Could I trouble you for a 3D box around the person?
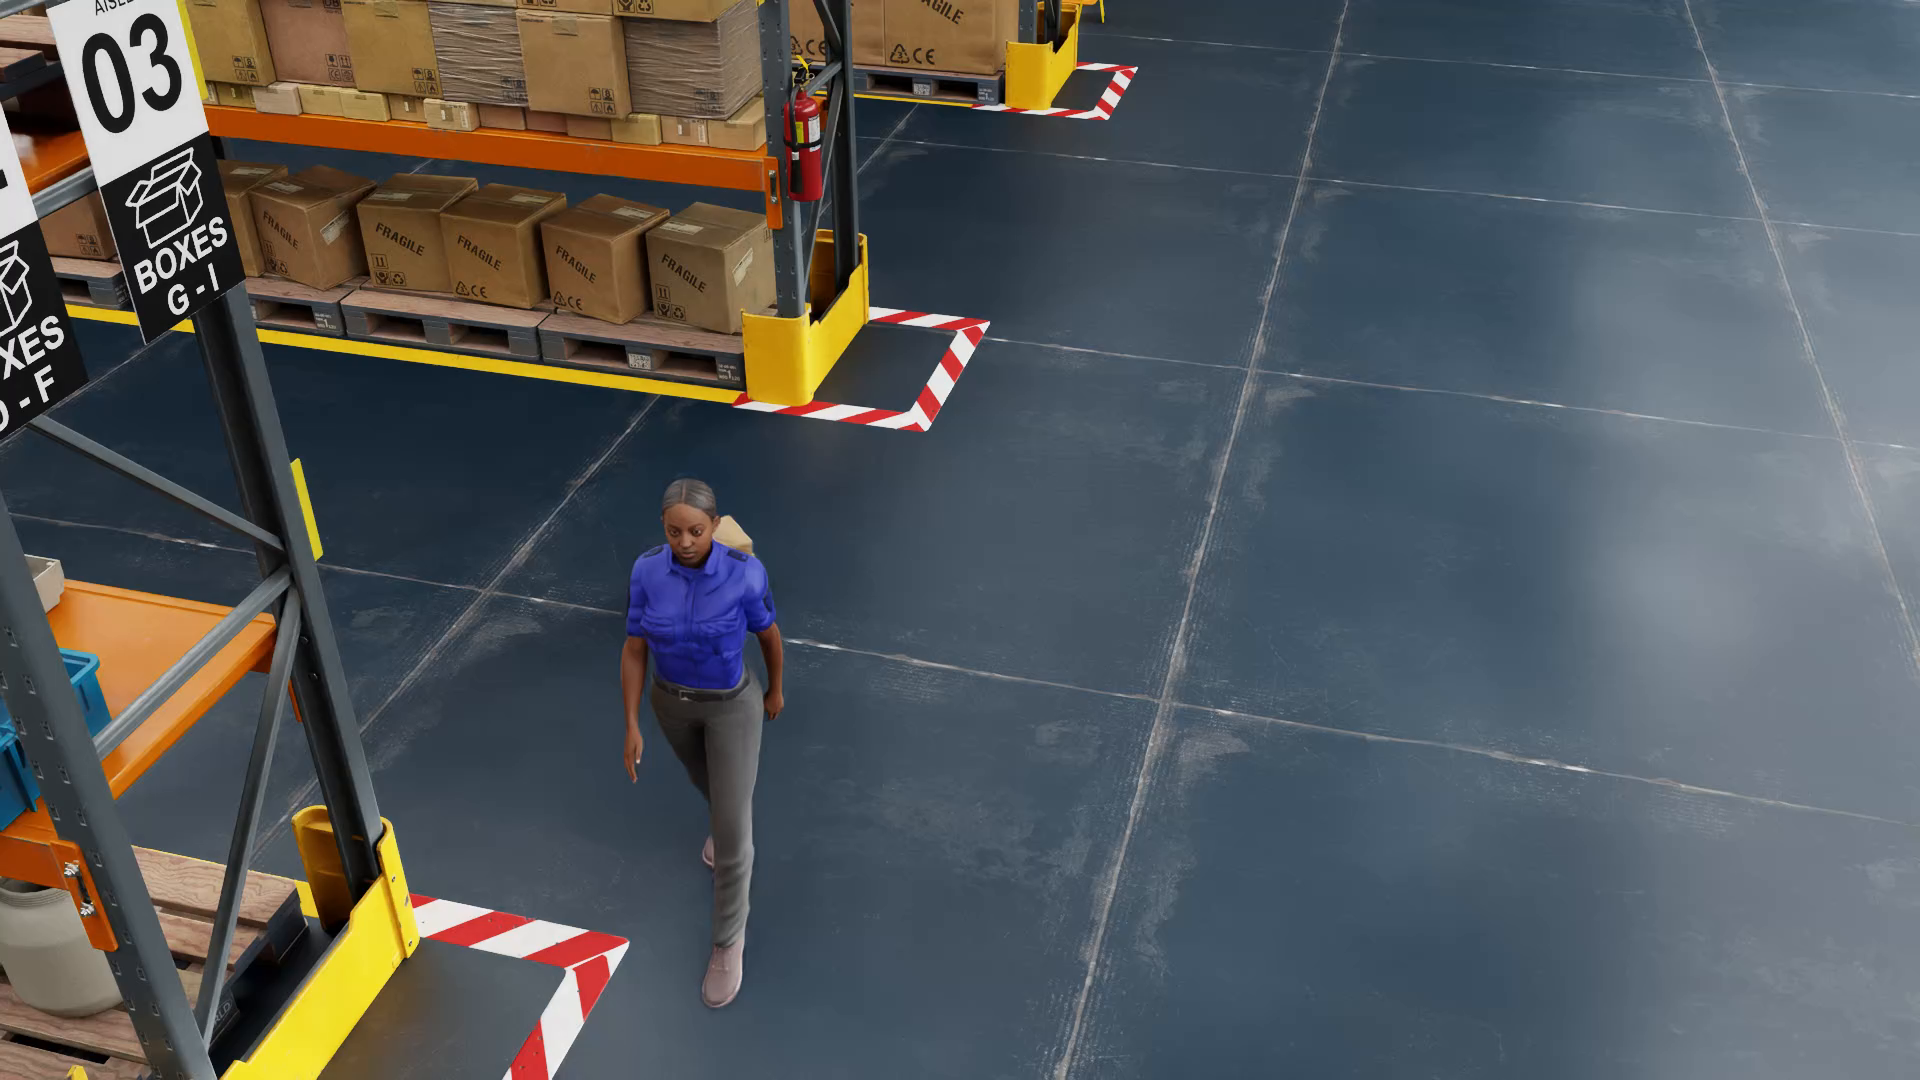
[{"bbox_3d":[-0.821,0.577,5.263,0.457,1.656,0.855,6,33,9],"label":"person"}]
